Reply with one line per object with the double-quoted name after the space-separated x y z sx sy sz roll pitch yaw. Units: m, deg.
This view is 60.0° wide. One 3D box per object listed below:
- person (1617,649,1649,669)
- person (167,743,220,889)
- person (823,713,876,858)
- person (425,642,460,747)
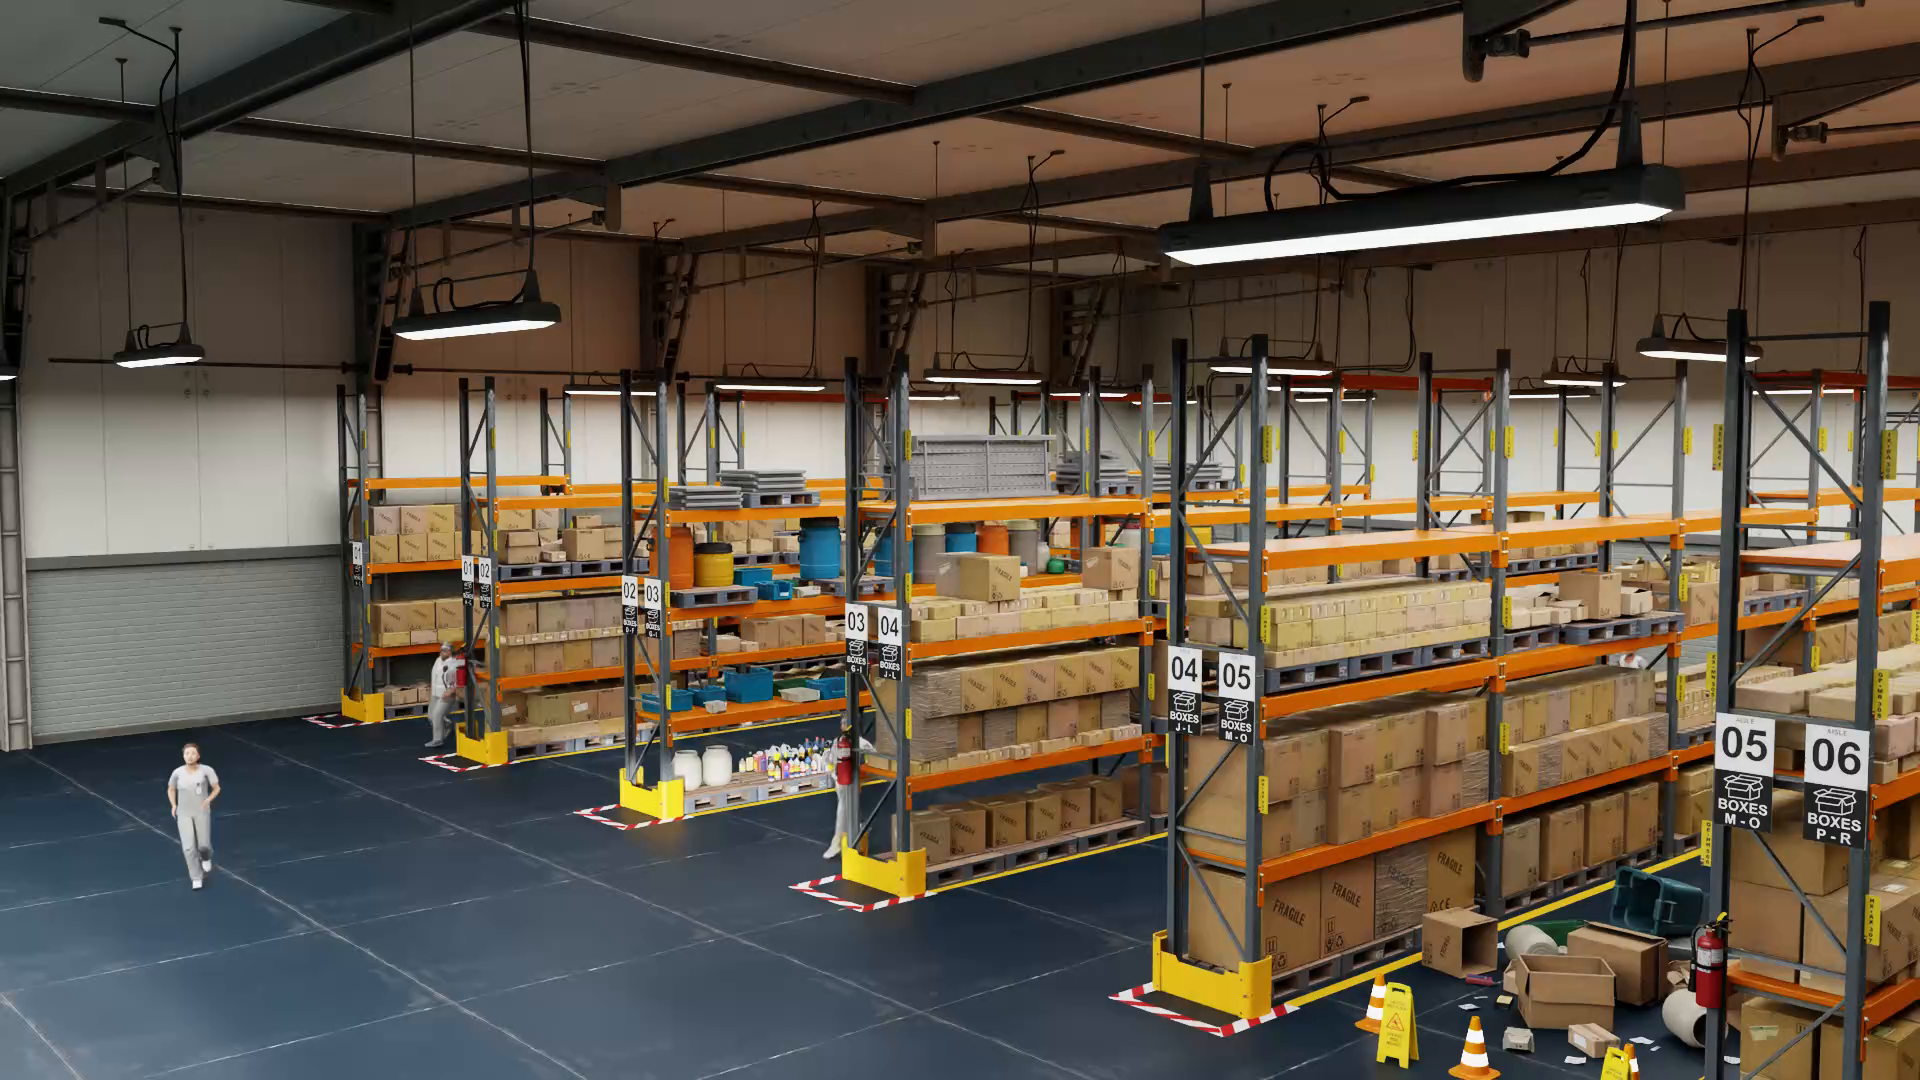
10.887 2.517 27.045 0.646 1.813 0.693 4 5 44 "person"
-8.707 3.112 18.901 0.555 1.616 0.621 -1 4 -17 "person"
-1.375 2.958 20.314 0.613 1.706 0.867 4 5 43 "person"
-8.416 2.510 27.285 0.720 1.729 0.647 2 4 29 "person"
